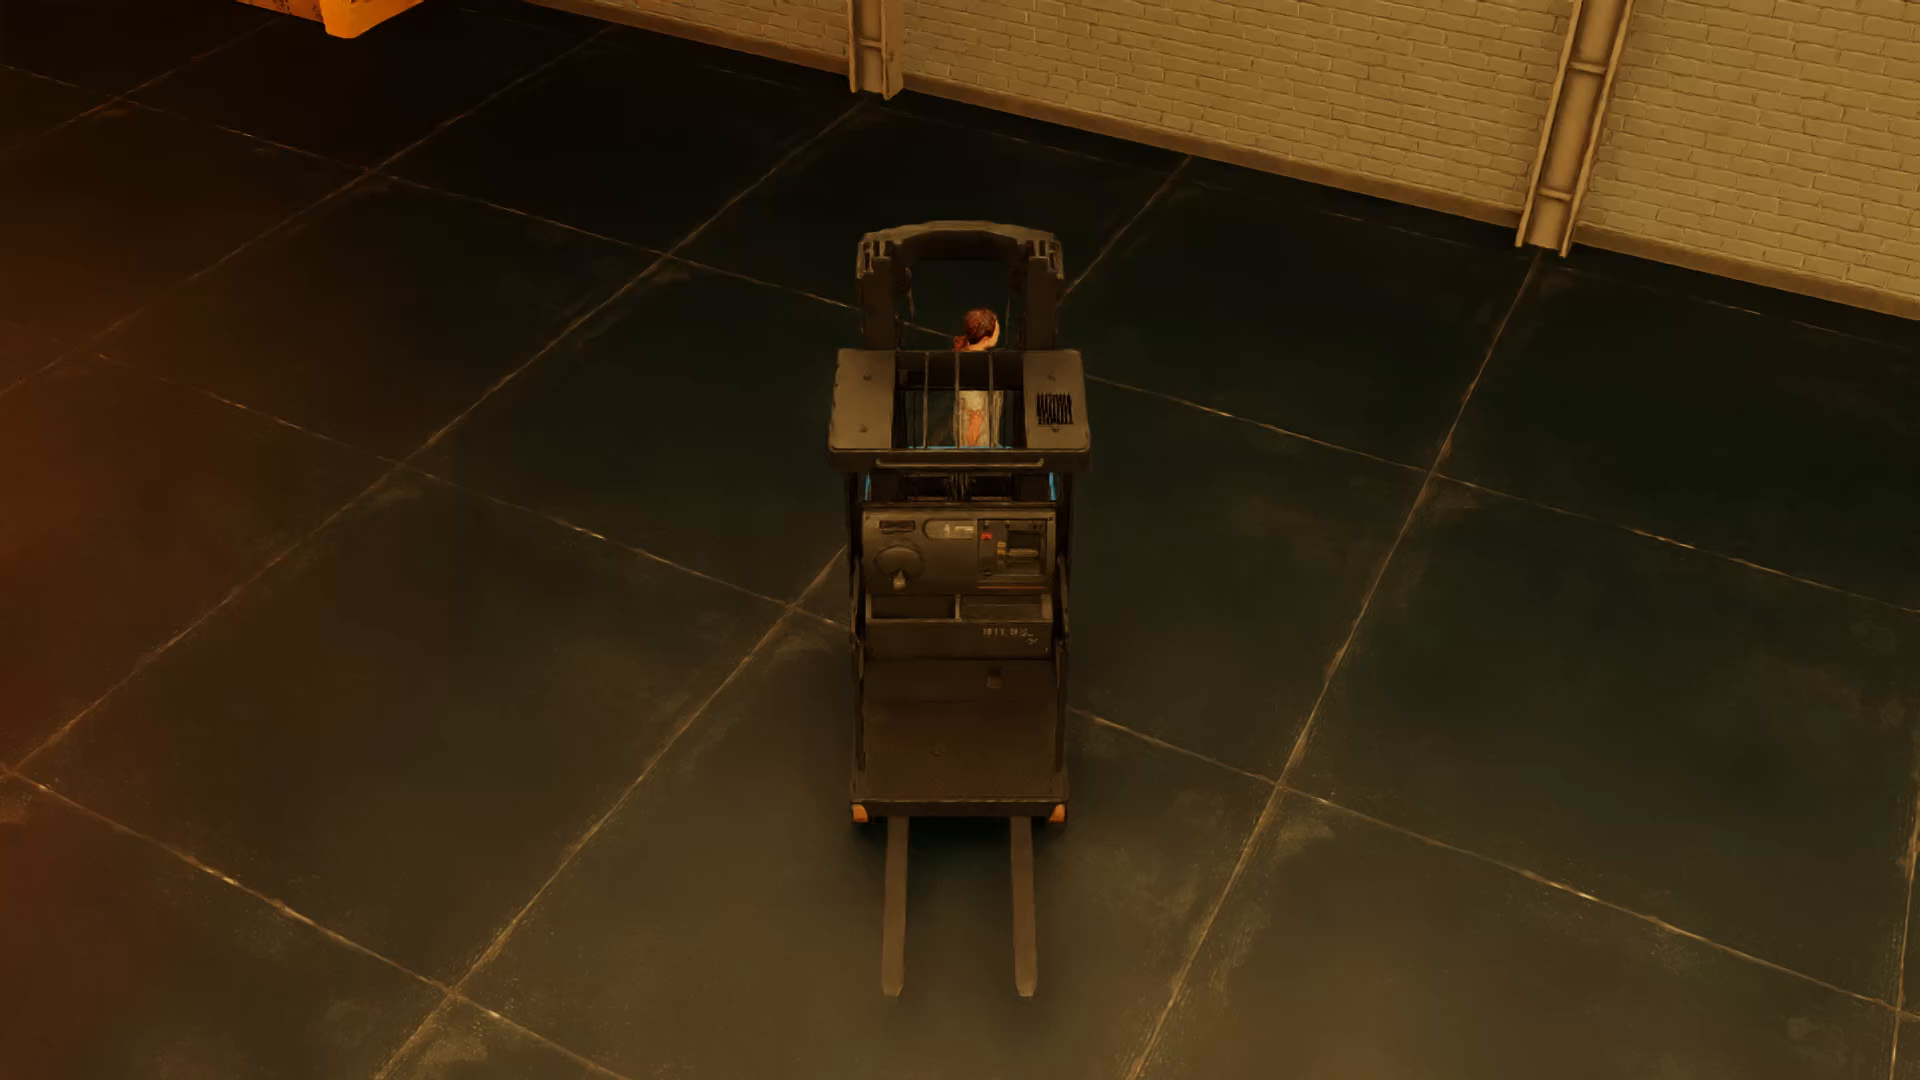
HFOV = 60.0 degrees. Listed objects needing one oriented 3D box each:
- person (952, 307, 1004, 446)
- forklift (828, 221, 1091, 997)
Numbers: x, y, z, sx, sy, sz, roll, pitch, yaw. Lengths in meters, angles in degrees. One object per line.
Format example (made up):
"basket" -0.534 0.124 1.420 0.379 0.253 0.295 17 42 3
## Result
"person" 0.095 -0.648 9.758 0.421 1.654 0.577 -5 40 -6
"forklift" -0.002 0.125 7.838 1.130 2.935 3.031 0 40 0
